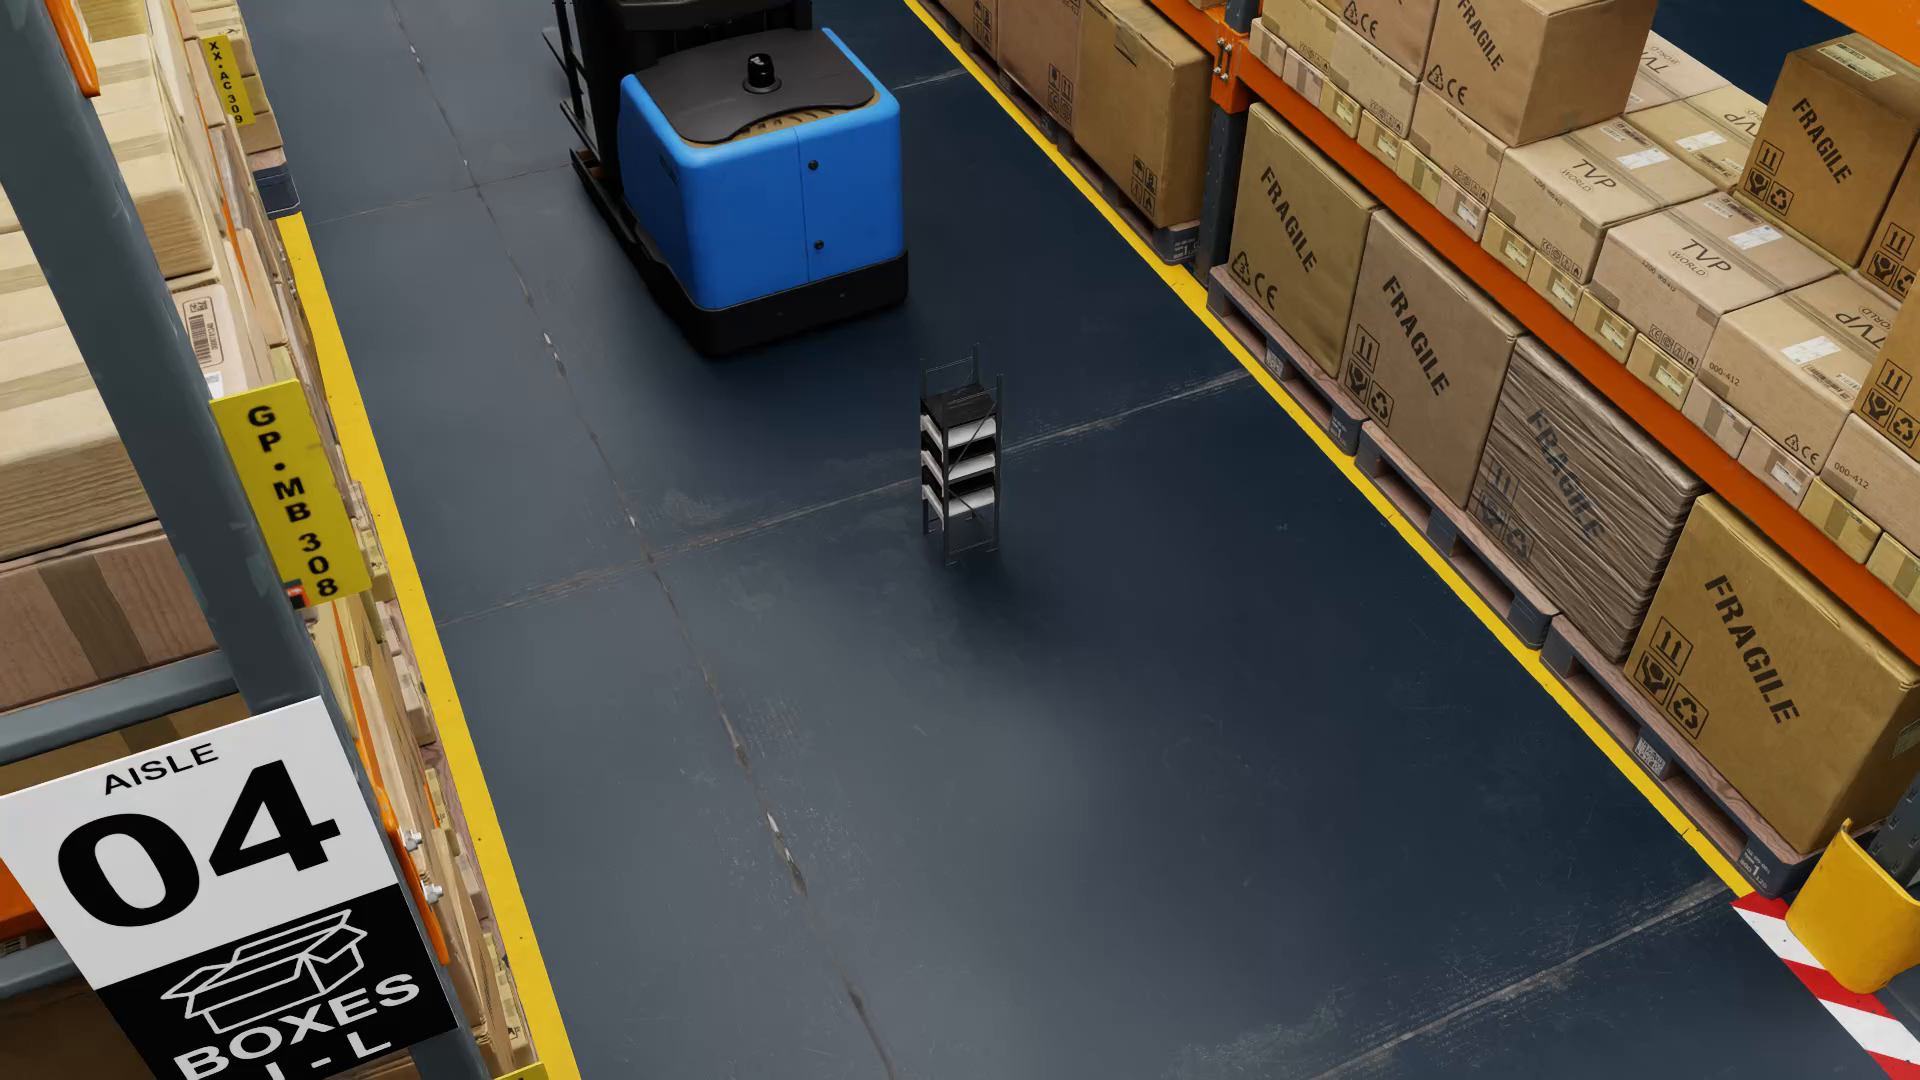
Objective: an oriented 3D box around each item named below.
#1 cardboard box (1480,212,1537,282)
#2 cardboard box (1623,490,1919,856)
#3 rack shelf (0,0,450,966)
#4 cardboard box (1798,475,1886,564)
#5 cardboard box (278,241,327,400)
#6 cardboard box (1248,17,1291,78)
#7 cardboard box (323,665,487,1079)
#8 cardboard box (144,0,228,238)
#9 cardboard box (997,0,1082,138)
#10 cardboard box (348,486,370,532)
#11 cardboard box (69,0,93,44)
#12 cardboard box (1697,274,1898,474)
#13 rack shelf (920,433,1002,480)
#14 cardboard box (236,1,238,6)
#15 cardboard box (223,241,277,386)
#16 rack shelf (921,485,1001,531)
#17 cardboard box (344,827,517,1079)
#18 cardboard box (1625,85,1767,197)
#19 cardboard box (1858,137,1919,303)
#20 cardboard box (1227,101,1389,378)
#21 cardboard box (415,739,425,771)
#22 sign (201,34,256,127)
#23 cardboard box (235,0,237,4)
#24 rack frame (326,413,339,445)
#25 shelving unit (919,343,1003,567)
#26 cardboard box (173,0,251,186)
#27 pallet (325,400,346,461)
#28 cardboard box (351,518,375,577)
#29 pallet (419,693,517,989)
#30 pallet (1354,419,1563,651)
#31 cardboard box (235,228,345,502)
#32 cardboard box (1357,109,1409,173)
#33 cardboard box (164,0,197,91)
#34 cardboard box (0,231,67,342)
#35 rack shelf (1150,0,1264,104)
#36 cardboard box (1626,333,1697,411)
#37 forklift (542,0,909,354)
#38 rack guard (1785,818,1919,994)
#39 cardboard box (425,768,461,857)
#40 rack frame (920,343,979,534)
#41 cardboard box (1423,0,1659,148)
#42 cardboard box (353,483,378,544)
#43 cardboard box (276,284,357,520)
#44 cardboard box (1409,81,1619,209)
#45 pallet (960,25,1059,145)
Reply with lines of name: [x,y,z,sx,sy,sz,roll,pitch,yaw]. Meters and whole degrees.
cardboard box: [2.086,-1.085,5.893,0.380,0.149,0.250,-19,48,-19]
cardboard box: [2.946,0.317,5.506,0.875,0.875,0.875,-18,47,-17]
rack shelf: [-2.095,-0.591,3.590,1.077,0.370,4.000,-18,47,-17]
cardboard box: [2.729,-0.111,4.905,0.380,0.149,0.250,-18,47,-17]
cardboard box: [-3.007,-0.863,6.969,0.500,0.500,0.500,-16,47,-16]
cardboard box: [1.429,-2.078,6.899,0.380,0.149,0.250,-18,47,-17]
cardboard box: [-1.202,0.633,2.978,0.500,0.500,0.500,-18,47,-18]
cardboard box: [-1.625,-0.711,2.951,0.500,0.250,0.500,-17,47,-17]
cardboard box: [0.943,-2.819,8.685,1.225,0.875,0.875,-20,48,-19]
cardboard box: [-2.391,-0.019,6.152,0.380,0.149,0.250,-20,48,-19]
cardboard box: [-1.629,-0.763,2.719,0.380,0.149,0.250,-17,47,-16]
cardboard box: [2.631,-0.512,5.028,0.500,0.250,0.500,-19,48,-18]
rack shelf: [0.003,-0.355,6.389,0.258,0.077,0.200,-18,47,-17]
cardboard box: [-3.120,-2.159,6.682,0.380,0.149,0.250,-20,48,-19]
cardboard box: [-1.429,-0.218,2.806,0.500,0.250,0.500,-17,47,-16]
rack shelf: [0.003,-0.163,6.579,0.258,0.077,0.200,-18,47,-17]
cardboard box: [-1.193,0.986,3.332,0.500,0.500,0.500,-16,47,-16]
cardboard box: [2.675,-1.325,5.852,0.500,0.250,0.500,-19,48,-18]
cardboard box: [3.121,-0.929,4.917,0.500,0.500,0.500,-19,48,-18]
cardboard box: [1.811,-1.403,7.250,0.875,0.875,0.875,-18,47,-17]
cardboard box: [-1.979,0.806,5.528,0.380,0.149,0.250,-17,47,-17]
sign: [-2.447,-1.527,5.546,0.100,0.325,0.005,-18,47,-17]
cardboard box: [-3.014,-2.101,6.412,0.380,0.149,0.250,-20,48,-19]
rack frame: [-2.936,-1.054,5.682,1.000,3.000,0.127,-18,47,-17]
shelving unit: [0.003,-0.315,6.429,0.258,0.900,0.210,-18,47,-17]
cardboard box: [-2.493,-1.332,4.969,0.500,0.500,0.500,-20,48,-19]
pallet: [-3.265,-0.557,7.164,1.003,0.211,1.213,-18,47,-17]
cardboard box: [-2.296,0.057,5.864,0.380,0.149,0.250,-18,48,-18]
pallet: [-2.105,1.135,5.450,1.003,0.211,1.213,-18,47,-17]
pallet: [2.372,-0.175,6.777,1.003,0.211,1.213,-18,47,-17]
cardboard box: [-1.836,-0.348,3.972,0.500,0.500,0.500,-19,48,-19]
cardboard box: [1.763,-1.576,6.390,0.380,0.149,0.250,-19,48,-18]
cardboard box: [-2.072,-1.190,3.792,0.500,0.250,0.500,-19,48,-18]
cardboard box: [-1.275,-0.280,2.230,0.380,0.149,0.250,-16,47,-16]
rack shelf: [0.765,-3.473,8.646,1.077,0.370,4.000,-18,47,-17]
cardboard box: [2.409,-0.596,5.397,0.380,0.149,0.250,-19,48,-18]
forklift: [-1.360,-2.919,7.622,1.130,2.935,3.031,-20,48,-19]
rack guard: [3.298,1.000,5.381,1.175,0.500,0.348,-18,47,-17]
cardboard box: [-1.738,0.882,5.028,0.380,0.149,0.250,-17,47,-17]
rack frame: [-0.039,-0.380,6.494,0.240,0.900,0.006,-18,47,-17]
cardboard box: [1.999,-1.747,5.746,0.500,0.500,0.500,-19,48,-19]
cardboard box: [-2.462,-0.039,6.385,0.380,0.149,0.250,-17,47,-17]
cardboard box: [-2.052,-0.322,4.658,0.500,0.500,0.500,-18,47,-18]
cardboard box: [1.994,-1.483,6.012,0.500,0.250,0.500,-17,47,-16]
pallet: [0.697,-2.710,9.346,1.003,0.211,1.213,-18,47,-17]
